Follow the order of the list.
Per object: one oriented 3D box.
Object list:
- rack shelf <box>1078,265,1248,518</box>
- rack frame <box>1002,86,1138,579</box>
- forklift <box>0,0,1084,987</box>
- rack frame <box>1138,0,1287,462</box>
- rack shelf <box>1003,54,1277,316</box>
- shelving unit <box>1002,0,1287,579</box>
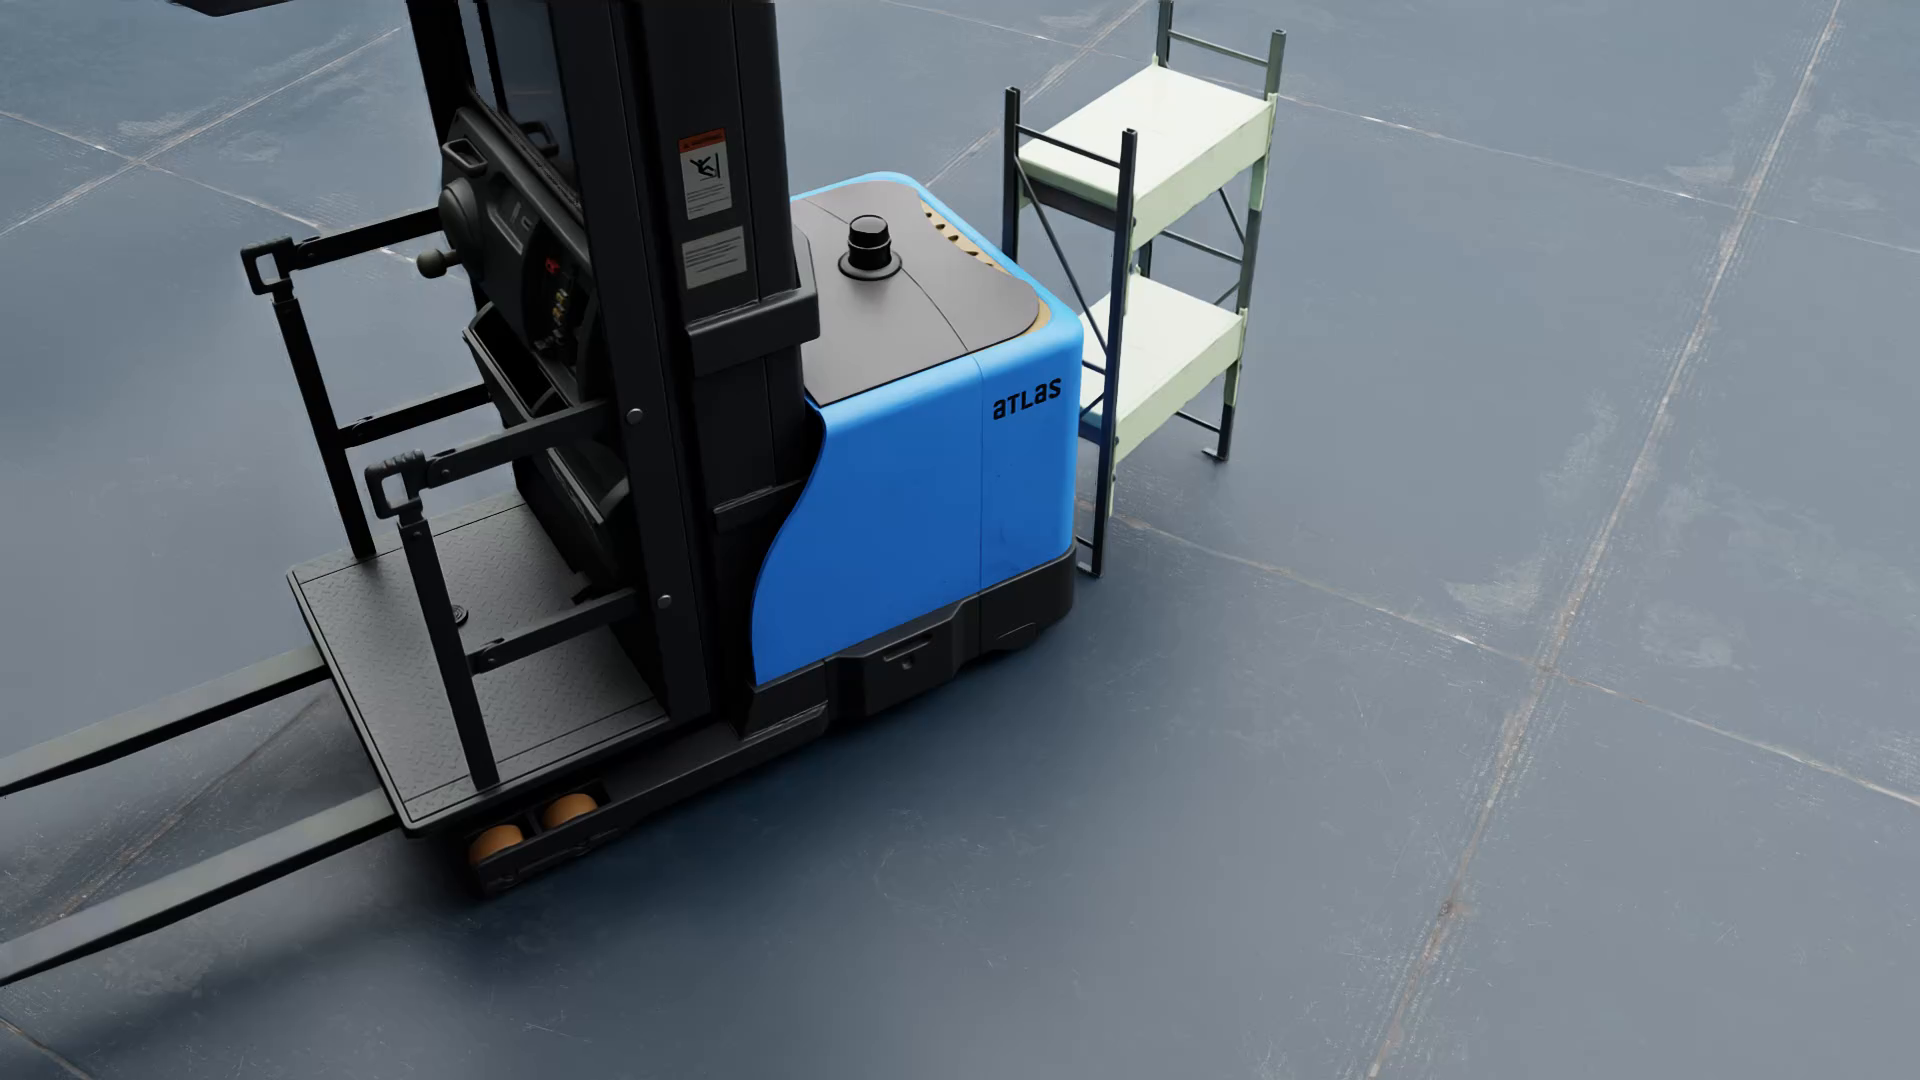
[{"bbox_3d":[0.507,-0.475,5.148,0.431,0.370,0.720,28,48,28],"label":"rack shelf"},{"bbox_3d":[0.280,-0.530,4.717,0.400,1.500,0.023,28,48,28],"label":"rack frame"},{"bbox_3d":[-1.186,-0.612,3.727,3.031,2.935,1.130,-22,46,-23],"label":"forklift"},{"bbox_3d":[0.734,-0.910,5.148,0.400,1.500,0.023,28,48,28],"label":"rack frame"},{"bbox_3d":[0.507,-1.013,4.675,0.431,0.370,0.720,28,48,28],"label":"rack shelf"},{"bbox_3d":[0.507,-0.720,4.933,0.431,1.500,0.755,28,48,28],"label":"shelving unit"}]
